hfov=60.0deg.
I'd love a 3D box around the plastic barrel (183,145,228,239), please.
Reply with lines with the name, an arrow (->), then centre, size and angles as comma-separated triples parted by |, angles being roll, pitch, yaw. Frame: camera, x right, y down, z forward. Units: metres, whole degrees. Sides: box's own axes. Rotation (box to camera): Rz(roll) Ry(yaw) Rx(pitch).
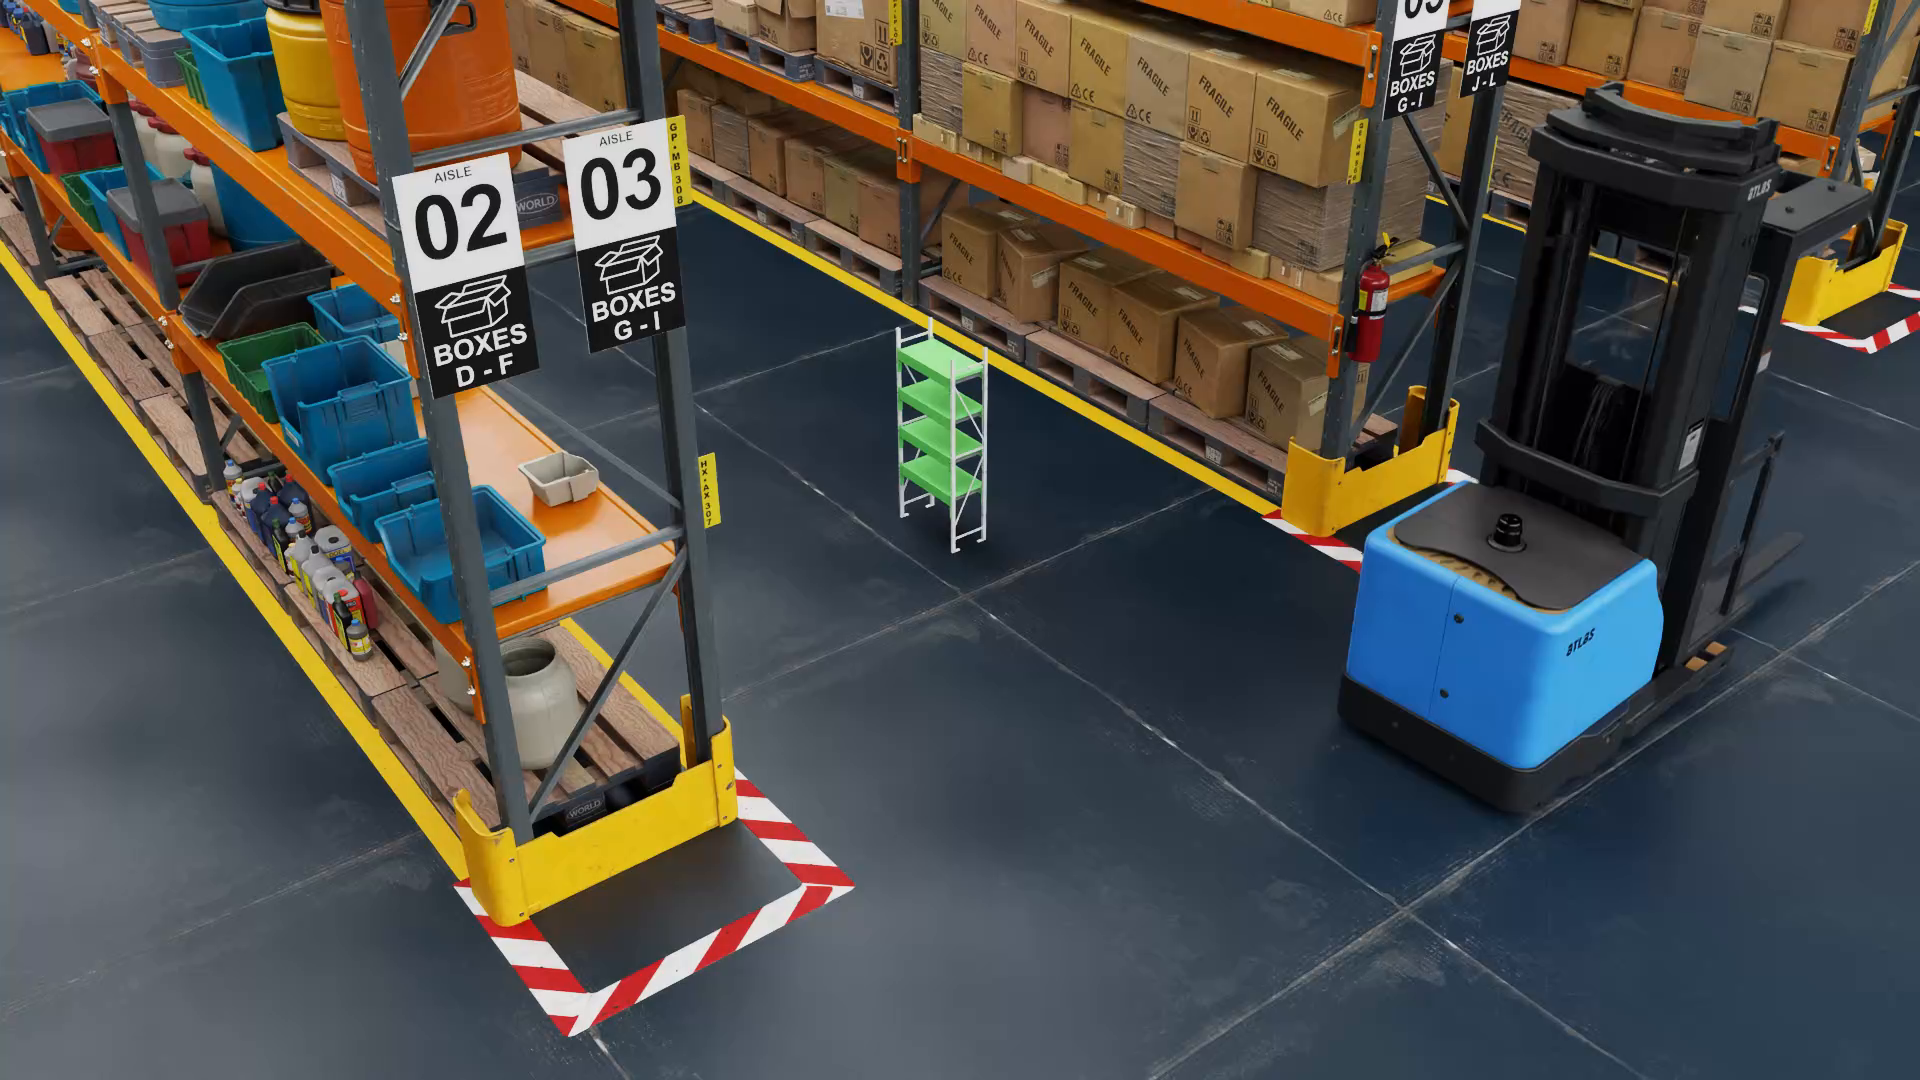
plastic barrel -> -4.322, -2.095, 9.878 | 0.433, 0.535, 0.433 | 0, 32, 0

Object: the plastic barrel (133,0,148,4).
plastic barrel -> -3.800, -2.824, 7.834 | 0.421, 0.512, 0.421 | 0, 32, 0

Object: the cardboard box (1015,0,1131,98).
cardboard box -> 0.693, -3.077, 10.264 | 0.500, 0.500, 0.500 | -22, 38, -31

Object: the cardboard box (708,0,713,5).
cardboard box -> -1.665, -4.645, 13.620 | 0.700, 0.500, 0.500 | -16, 35, -25

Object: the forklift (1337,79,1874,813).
forklift -> 3.257, -0.683, 7.798 | 3.031, 2.935, 1.130 | -25, 40, -34

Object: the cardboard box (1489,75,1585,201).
cardboard box -> 4.870, -3.349, 13.642 | 0.875, 0.875, 0.875 | -22, 38, -31

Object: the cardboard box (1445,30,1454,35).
cardboard box -> 4.220, -4.646, 13.972 | 0.875, 0.550, 0.550 | -22, 38, -31

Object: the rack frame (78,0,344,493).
rack frame -> -3.908, -1.567, 9.157 | 1.000, 3.000, 0.127 | -22, 38, -31

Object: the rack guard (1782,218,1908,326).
rack guard -> 6.452, -1.993, 12.213 | 1.175, 0.500, 0.348 | -22, 38, -31

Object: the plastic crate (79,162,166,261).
plastic crate -> -4.831, -1.920, 9.740 | 0.392, 0.384, 0.575 | -22, 38, -31

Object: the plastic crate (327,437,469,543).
plastic crate -> -2.393, -0.221, 7.131 | 0.499, 0.251, 0.408 | -22, 38, -31

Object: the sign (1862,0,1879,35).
sign -> 6.000, -3.488, 10.928 | 0.100, 0.325, 0.005 | -22, 38, -31

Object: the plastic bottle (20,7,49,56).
plastic bottle -> -7.354, -4.039, 13.183 | 0.144, 0.351, 0.185 | -22, 38, -31

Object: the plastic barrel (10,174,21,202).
plastic barrel -> -7.367, -3.057, 13.444 | 0.600, 0.588, 0.708 | -22, 38, -31

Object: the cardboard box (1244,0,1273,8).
cardboard box -> 1.652, -3.039, 8.826 | 0.500, 0.250, 0.500 | -22, 38, -31

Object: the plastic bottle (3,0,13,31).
plastic bottle -> -7.871, -4.377, 13.802 | 0.097, 0.271, 0.097 | 0, 32, 0

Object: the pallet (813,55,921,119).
pallet -> -0.350, -3.454, 12.377 | 1.003, 0.211, 1.213 | -22, 38, -31

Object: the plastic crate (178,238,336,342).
plastic crate -> -3.688, -1.282, 8.756 | 0.767, 0.338, 0.504 | -22, 38, -31

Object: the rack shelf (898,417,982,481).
rack shelf -> -0.101, -0.524, 9.305 | 0.258, 0.148, 0.480 | -22, 38, -31

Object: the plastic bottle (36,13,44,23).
plastic bottle -> -7.317, -4.144, 13.353 | 0.144, 0.351, 0.185 | -22, 38, -31

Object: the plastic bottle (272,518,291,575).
plastic bottle -> -3.557, 0.031, 8.741 | 0.061, 0.283, 0.133 | -20, 37, -29

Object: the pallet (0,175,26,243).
pallet -> -7.622, -2.873, 13.902 | 1.003, 0.211, 1.213 | -22, 38, -31

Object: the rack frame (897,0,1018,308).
rack frame -> 0.004, -3.170, 11.737 | 1.000, 3.000, 0.127 | -22, 38, -31

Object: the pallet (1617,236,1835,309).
pallet -> 5.885, -2.189, 12.801 | 1.003, 0.211, 1.213 | -22, 38, -31

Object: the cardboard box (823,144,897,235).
cardboard box -> -0.633, -2.762, 13.034 | 0.700, 0.500, 0.500 | -23, 38, -32

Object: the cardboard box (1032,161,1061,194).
cardboard box -> 0.684, -2.363, 10.677 | 0.380, 0.149, 0.250 | -22, 38, -31

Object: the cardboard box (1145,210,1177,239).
cardboard box -> 1.340, -1.964, 10.033 | 0.380, 0.149, 0.250 | -22, 38, -31

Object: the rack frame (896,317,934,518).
rack frame -> -0.251, -0.680, 9.435 | 0.240, 1.200, 0.015 | -22, 38, -31

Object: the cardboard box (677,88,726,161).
cardboard box -> -2.022, -3.689, 14.526 | 0.700, 0.500, 0.500 | -25, 39, -34

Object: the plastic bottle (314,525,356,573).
plastic bottle -> -3.263, 0.071, 8.684 | 0.152, 0.276, 0.135 | -22, 38, -31

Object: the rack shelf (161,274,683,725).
rack shelf -> -2.682, -0.428, 8.005 | 1.077, 0.370, 4.000 | -22, 38, -31

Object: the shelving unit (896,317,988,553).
shelving unit -> -0.101, -0.579, 9.271 | 0.258, 1.200, 0.503 | -22, 38, -31

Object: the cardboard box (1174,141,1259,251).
cardboard box -> 1.740, -2.079, 9.605 | 0.875, 0.500, 0.500 | -22, 38, -31

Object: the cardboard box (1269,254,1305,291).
cardboard box -> 1.966, -1.552, 9.371 | 0.380, 0.149, 0.250 | -22, 38, -31

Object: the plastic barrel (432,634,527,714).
plastic barrel -> -2.227, 0.520, 7.757 | 0.421, 0.512, 0.421 | 0, 32, 0

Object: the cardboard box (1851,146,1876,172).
cardboard box -> 7.886, -3.390, 14.794 | 0.380, 0.149, 0.250 | -4, 32, -7

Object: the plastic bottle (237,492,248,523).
plastic bottle -> -3.935, -0.206, 9.201 | 0.097, 0.201, 0.097 | 0, 32, 0

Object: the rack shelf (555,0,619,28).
rack shelf -> -3.675, -5.365, 15.953 | 1.077, 0.370, 4.000 | -22, 38, -31

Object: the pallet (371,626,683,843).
pallet -> -2.033, 0.928, 7.783 | 1.003, 0.211, 1.213 | -22, 38, -31

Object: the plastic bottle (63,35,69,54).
plastic bottle -> -6.928, -3.866, 12.981 | 0.097, 0.271, 0.097 | 0, 32, 0

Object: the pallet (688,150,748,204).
pallet -> -1.971, -3.326, 14.632 | 1.003, 0.211, 1.213 | -22, 38, -31

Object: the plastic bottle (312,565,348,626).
plastic bottle -> -3.146, 0.275, 8.356 | 0.152, 0.276, 0.135 | -23, 39, -33

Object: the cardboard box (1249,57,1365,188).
cardboard box -> 1.924, -2.246, 8.925 | 0.500, 0.500, 0.500 | -22, 38, -31

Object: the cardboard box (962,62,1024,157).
cardboard box -> 0.510, -2.911, 10.944 | 0.875, 0.500, 0.500 | -22, 38, -31

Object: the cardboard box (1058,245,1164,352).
cardboard box -> 1.018, -1.637, 11.241 | 0.500, 0.500, 0.500 | -26, 40, -35

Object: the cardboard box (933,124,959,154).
cardboard box -> 0.041, -2.768, 11.328 | 0.380, 0.149, 0.250 | -22, 38, -31

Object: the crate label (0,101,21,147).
crate label -> -6.399, -2.866, 11.408 | 0.303, 0.233, 0.416 | -22, 38, -31

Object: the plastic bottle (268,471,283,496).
plastic bottle -> -3.756, -0.234, 9.169 | 0.061, 0.283, 0.133 | -22, 38, -31

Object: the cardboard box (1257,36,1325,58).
cardboard box -> 2.034, -2.624, 9.535 | 0.500, 0.500, 0.500 | -22, 38, -31

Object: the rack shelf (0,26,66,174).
rack shelf -> -7.588, -3.762, 13.373 | 1.077, 0.370, 4.000 | -22, 38, -31

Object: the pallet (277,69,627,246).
pallet -> -1.886, -1.471, 6.338 | 1.003, 0.211, 1.213 | -22, 38, -31

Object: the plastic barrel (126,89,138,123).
plastic barrel -> -5.303, -2.747, 10.950 | 0.421, 0.512, 0.421 | 0, 32, 0

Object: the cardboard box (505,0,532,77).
cardboard box -> -3.945, -5.147, 16.537 | 1.225, 0.875, 0.875 | -24, 39, -33

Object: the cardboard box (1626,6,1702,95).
cardboard box -> 5.575, -3.765, 12.554 | 0.875, 0.550, 0.550 | -22, 38, -31

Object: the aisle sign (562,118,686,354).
aisle sign -> -1.180, -1.069, 5.892 | 0.394, 0.787, 0.004 | -22, 38, -31

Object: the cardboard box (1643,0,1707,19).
cardboard box -> 5.594, -4.232, 12.281 | 0.875, 0.550, 0.550 | -22, 38, -31
